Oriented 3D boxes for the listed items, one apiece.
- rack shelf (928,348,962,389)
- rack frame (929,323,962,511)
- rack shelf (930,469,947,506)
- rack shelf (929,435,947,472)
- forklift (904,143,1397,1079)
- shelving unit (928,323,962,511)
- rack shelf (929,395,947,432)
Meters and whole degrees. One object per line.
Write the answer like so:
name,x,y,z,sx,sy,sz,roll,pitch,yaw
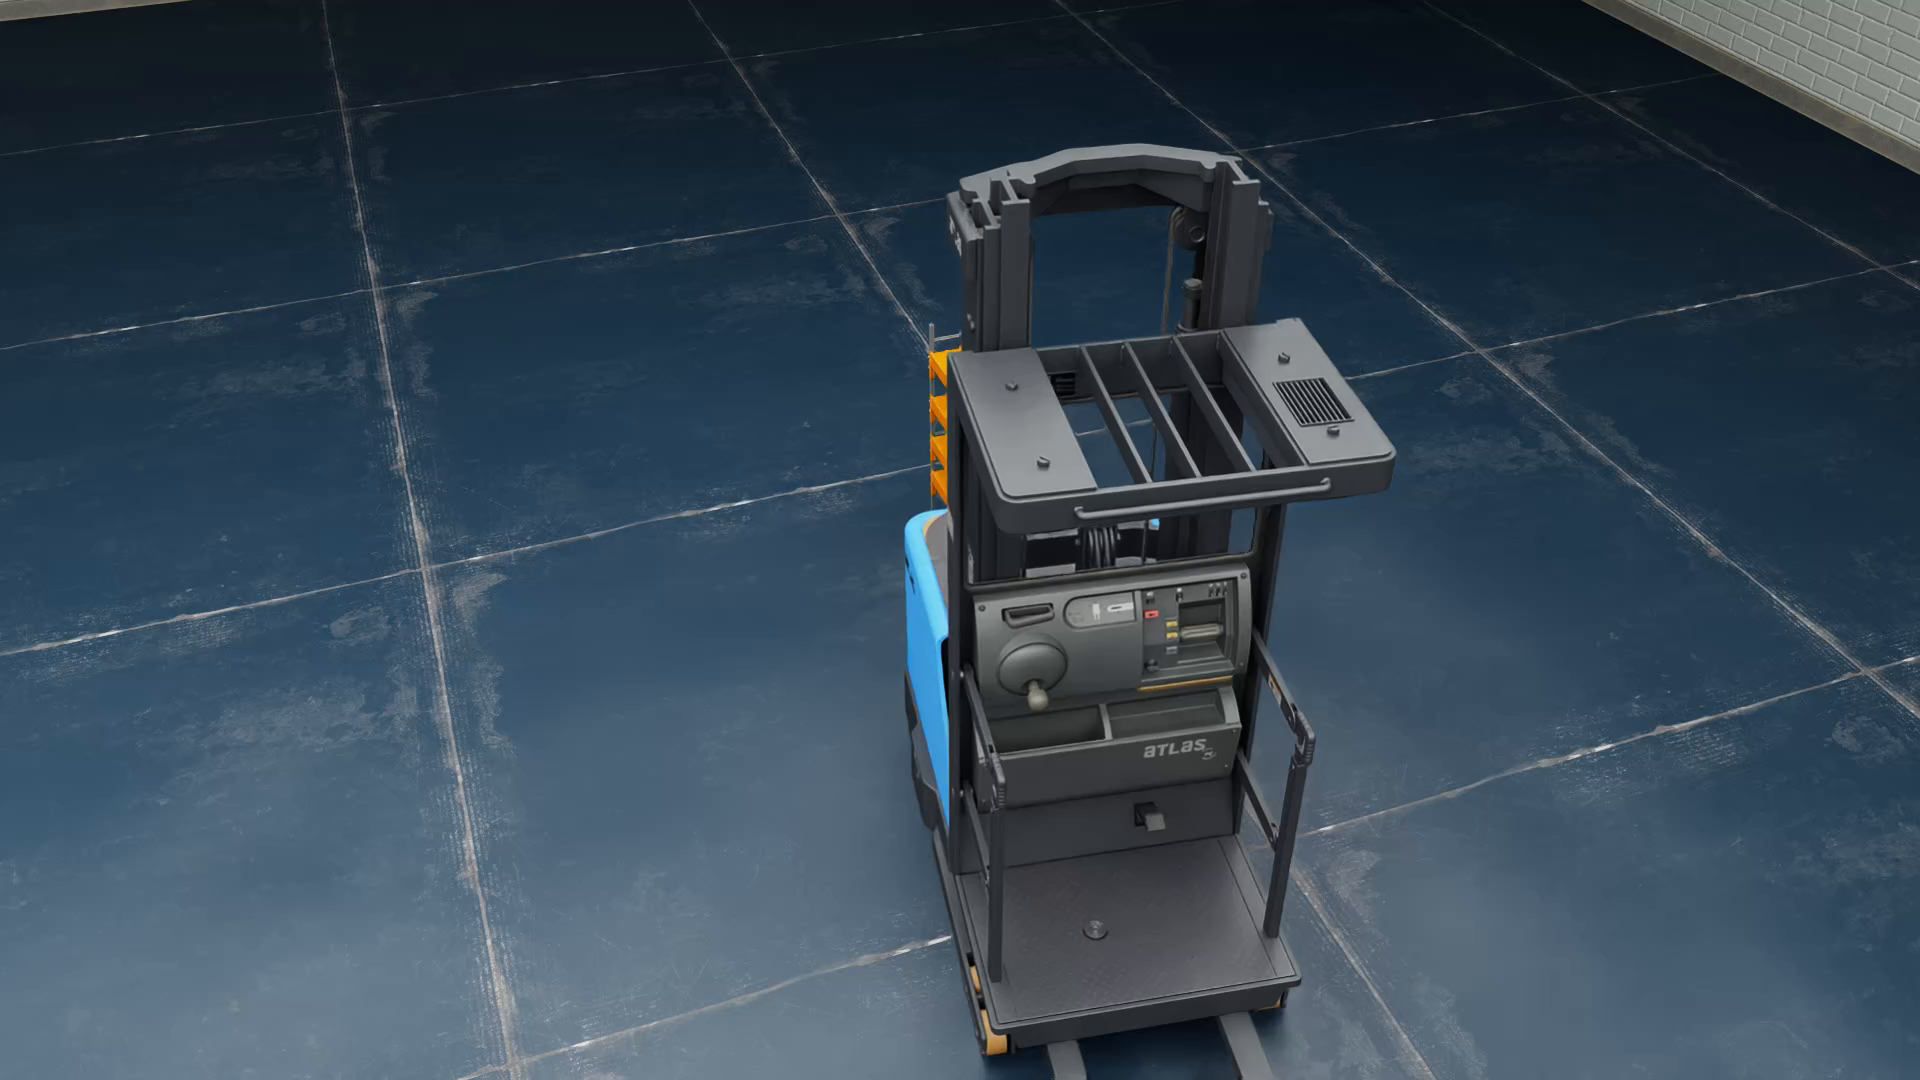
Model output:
rack shelf,0.057,-0.700,7.528,0.258,0.148,0.480,-12,39,-16
rack frame,-0.027,-0.524,7.948,0.240,1.200,0.015,-12,39,-16
rack shelf,0.057,-0.173,7.925,0.258,0.148,0.480,-12,39,-16
rack shelf,0.057,-0.332,7.805,0.258,0.148,0.480,-12,39,-16
forklift,0.551,0.392,5.293,1.130,2.935,3.031,-7,38,-9
shelving unit,0.057,-0.386,7.765,0.258,1.200,0.503,-12,39,-16
rack shelf,0.057,-0.511,7.671,0.258,0.148,0.480,-12,39,-16
